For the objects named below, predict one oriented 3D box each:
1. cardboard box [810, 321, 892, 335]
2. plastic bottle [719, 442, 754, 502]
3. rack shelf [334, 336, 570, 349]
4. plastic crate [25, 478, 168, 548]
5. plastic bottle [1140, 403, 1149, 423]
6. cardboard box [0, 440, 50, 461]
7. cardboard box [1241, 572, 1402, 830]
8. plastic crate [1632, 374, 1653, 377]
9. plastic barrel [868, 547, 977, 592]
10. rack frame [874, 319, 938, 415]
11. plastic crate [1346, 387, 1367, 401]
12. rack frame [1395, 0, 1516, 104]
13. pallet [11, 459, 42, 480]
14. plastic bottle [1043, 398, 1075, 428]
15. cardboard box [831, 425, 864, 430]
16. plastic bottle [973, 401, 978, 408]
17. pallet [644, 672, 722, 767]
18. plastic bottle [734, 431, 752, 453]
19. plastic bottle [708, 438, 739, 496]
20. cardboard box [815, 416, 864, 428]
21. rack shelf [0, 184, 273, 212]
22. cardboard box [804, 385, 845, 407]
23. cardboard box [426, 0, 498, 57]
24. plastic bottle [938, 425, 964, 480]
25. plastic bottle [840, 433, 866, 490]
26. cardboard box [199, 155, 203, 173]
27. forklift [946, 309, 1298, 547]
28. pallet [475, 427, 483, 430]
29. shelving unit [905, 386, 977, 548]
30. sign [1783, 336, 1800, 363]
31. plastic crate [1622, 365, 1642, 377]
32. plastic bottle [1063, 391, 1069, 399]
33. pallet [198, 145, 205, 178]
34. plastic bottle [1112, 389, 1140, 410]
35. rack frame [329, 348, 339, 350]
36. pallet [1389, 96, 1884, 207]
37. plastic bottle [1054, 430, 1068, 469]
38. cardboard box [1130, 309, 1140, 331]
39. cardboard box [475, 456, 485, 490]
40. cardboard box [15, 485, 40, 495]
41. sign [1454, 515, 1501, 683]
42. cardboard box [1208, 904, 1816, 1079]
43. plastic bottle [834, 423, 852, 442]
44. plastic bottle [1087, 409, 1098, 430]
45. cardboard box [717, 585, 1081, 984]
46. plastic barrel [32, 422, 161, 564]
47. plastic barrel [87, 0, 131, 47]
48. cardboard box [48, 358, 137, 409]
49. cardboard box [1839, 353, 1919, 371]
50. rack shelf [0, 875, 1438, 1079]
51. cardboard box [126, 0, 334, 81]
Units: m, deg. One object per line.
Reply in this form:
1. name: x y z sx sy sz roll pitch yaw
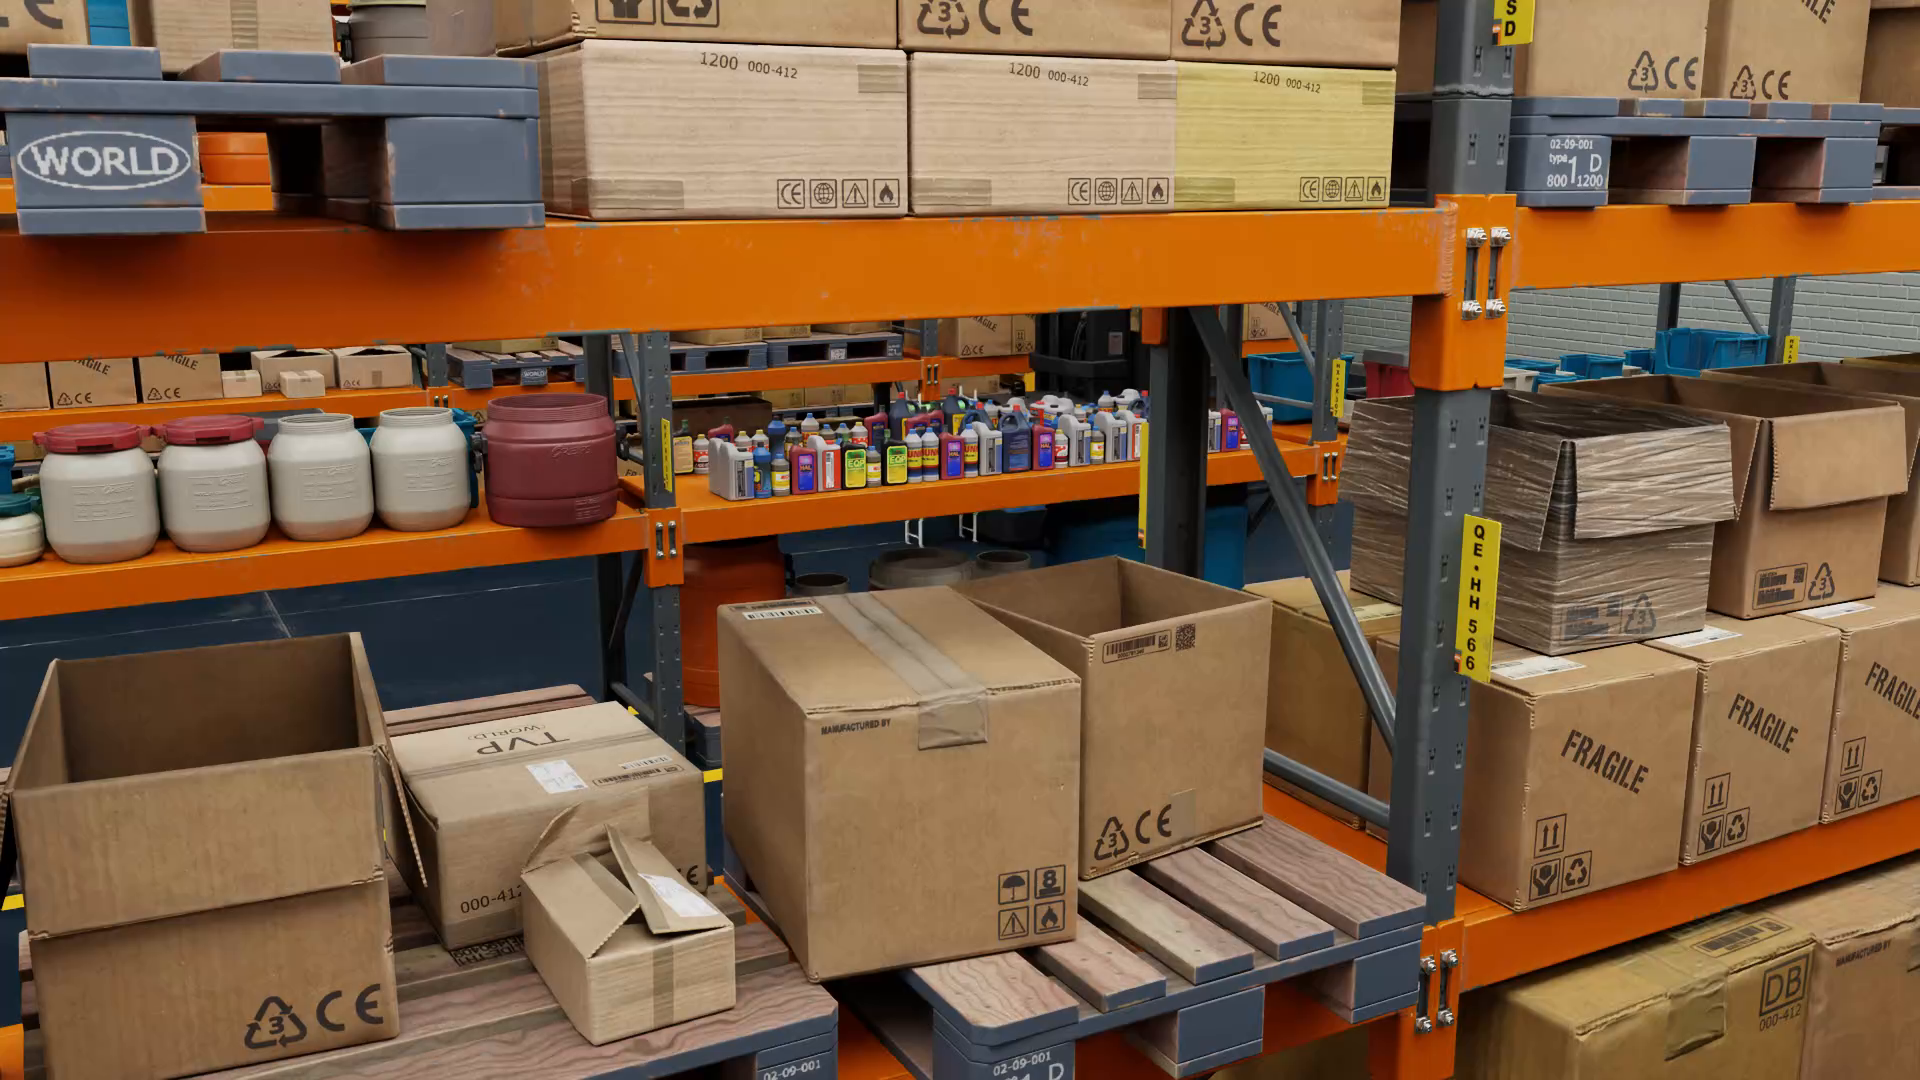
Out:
1. cardboard box: -0.999 -2.038 14.150 0.700 0.500 0.500 11 17 41
2. plastic bottle: -1.082 -0.338 8.062 0.135 0.276 0.152 -7 14 -28
3. rack shelf: -4.608 -2.184 17.621 4.000 0.370 1.077 -7 14 -28
4. plastic crate: -3.734 -0.129 7.333 0.662 0.188 0.450 -7 14 -28
5. plastic bottle: 1.082 -0.633 9.202 0.185 0.351 0.144 -7 14 -28
6. cardboard box: -8.807 -1.044 15.606 0.500 0.500 0.700 -7 15 -29
7. cardboard box: 1.071 0.391 4.314 0.500 0.500 0.500 -6 14 -26
8. plastic crate: 4.776 -1.037 11.349 0.243 0.136 0.396 -7 14 -28
9. plastic barrel: -0.204 0.383 9.113 0.708 0.588 0.600 -7 14 -28
10. rack frame: -0.476 -1.791 14.237 0.127 3.000 1.000 -7 14 -28
11. plastic crate: 2.748 -0.901 10.770 0.590 0.125 0.437 -7 14 -28
12. rack frame: 0.756 -2.388 3.223 0.127 3.000 1.000 -7 14 -28
13. pallet: -9.192 -0.626 15.408 1.213 0.211 1.003 -7 14 -28
14. plastic bottle: 0.565 -0.674 9.554 0.135 0.276 0.152 -7 14 -28
15. cardboard box: -0.772 -0.679 13.987 0.500 0.500 0.500 -7 14 -28
16. plastic bottle: 0.089 -0.659 9.500 0.097 0.271 0.097 0 13 0
17. pallet: -0.945 0.854 8.834 1.213 0.211 1.003 -7 14 -28
18. plastic bottle: -1.154 -0.476 8.846 0.097 0.201 0.097 0 13 0
19. plastic bottle: -1.155 -0.367 8.193 0.135 0.276 0.152 -7 14 -28
20. cardboard box: -1.017 -0.782 14.445 0.500 0.500 0.500 -8 15 -30
21. rack shelf: -3.372 -1.317 6.938 4.000 0.370 1.077 -7 14 -28
22. cardboard box: -1.705 -1.842 19.199 0.500 0.500 0.700 -7 14 -28
23. cardboard box: -0.664 -1.110 3.012 0.500 0.500 0.500 -7 15 -29
24. plastic bottle: -0.046 -0.455 8.563 0.133 0.283 0.061 -7 14 -28
25. plastic bottle: -0.537 -0.396 8.301 0.133 0.283 0.061 -7 14 -28
26. cardboard box: -7.106 -3.815 16.125 0.500 0.500 0.500 -7 14 -28
27. forklift: 1.424 -1.593 13.512 3.031 2.935 1.130 -7 15 -29
28. pallet: -4.566 -1.160 17.783 1.213 0.211 1.003 -7 14 -28
29. shelving unit: -0.147 -0.564 12.884 0.503 1.200 0.258 -7 15 -29
30. sign: 5.683 -1.232 11.382 0.005 0.325 0.100 -7 14 -28
31. plastic crate: 4.709 -1.177 11.973 0.298 0.136 0.250 -7 14 -28
32. plastic bottle: 0.588 -0.730 9.785 0.133 0.283 0.061 -7 14 -28
33. pallet: -5.520 -2.535 11.139 1.213 0.211 1.003 -6 14 -25
34. plastic bottle: 0.984 -0.762 9.946 0.135 0.276 0.152 -7 14 -28
35. rack frame: -6.364 -2.325 16.607 0.127 3.000 1.000 -7 14 -28
36. pallet: 1.296 -0.910 3.920 1.003 0.211 1.213 -6 14 -25
37. plastic bottle: 0.529 -0.488 8.898 0.097 0.201 0.097 0 13 0
38. cardboard box: 1.436 -2.002 14.943 0.500 0.500 0.500 -7 14 -29
39. cardboard box: -3.450 -0.358 12.561 0.500 0.500 0.500 -6 14 -25
40. cardboard box: -6.120 -0.188 11.143 0.500 0.311 0.500 -7 15 -30
41. sign: 1.025 0.116 3.303 0.005 0.325 0.100 -7 14 -28
42. cardboard box: 1.372 1.302 4.374 0.875 0.875 1.225 -8 15 -30
43. plastic bottle: -0.641 -0.538 9.119 0.097 0.201 0.097 0 13 0
44. plastic bottle: 0.746 -0.586 9.175 0.097 0.271 0.097 0 13 0
45. cardboard box: -0.141 0.428 3.192 0.500 0.500 0.700 -5 13 -20
46. plastic barrel: -3.539 -0.197 6.841 0.433 0.535 0.433 0 13 0
47. plastic barrel: -3.637 -1.936 6.904 0.708 0.901 0.600 -7 14 -28
48. cardboard box: -5.914 -1.184 11.311 0.500 0.500 0.500 -7 14 -28
49. cardboard box: 3.103 -0.281 5.014 0.637 0.503 0.797 -7 14 -27
50. rack shelf: -0.999 1.100 3.026 4.000 0.370 1.077 -7 14 -28
51. cardboard box: -1.157 -0.811 2.624 0.250 0.166 0.380 -7 15 -29
